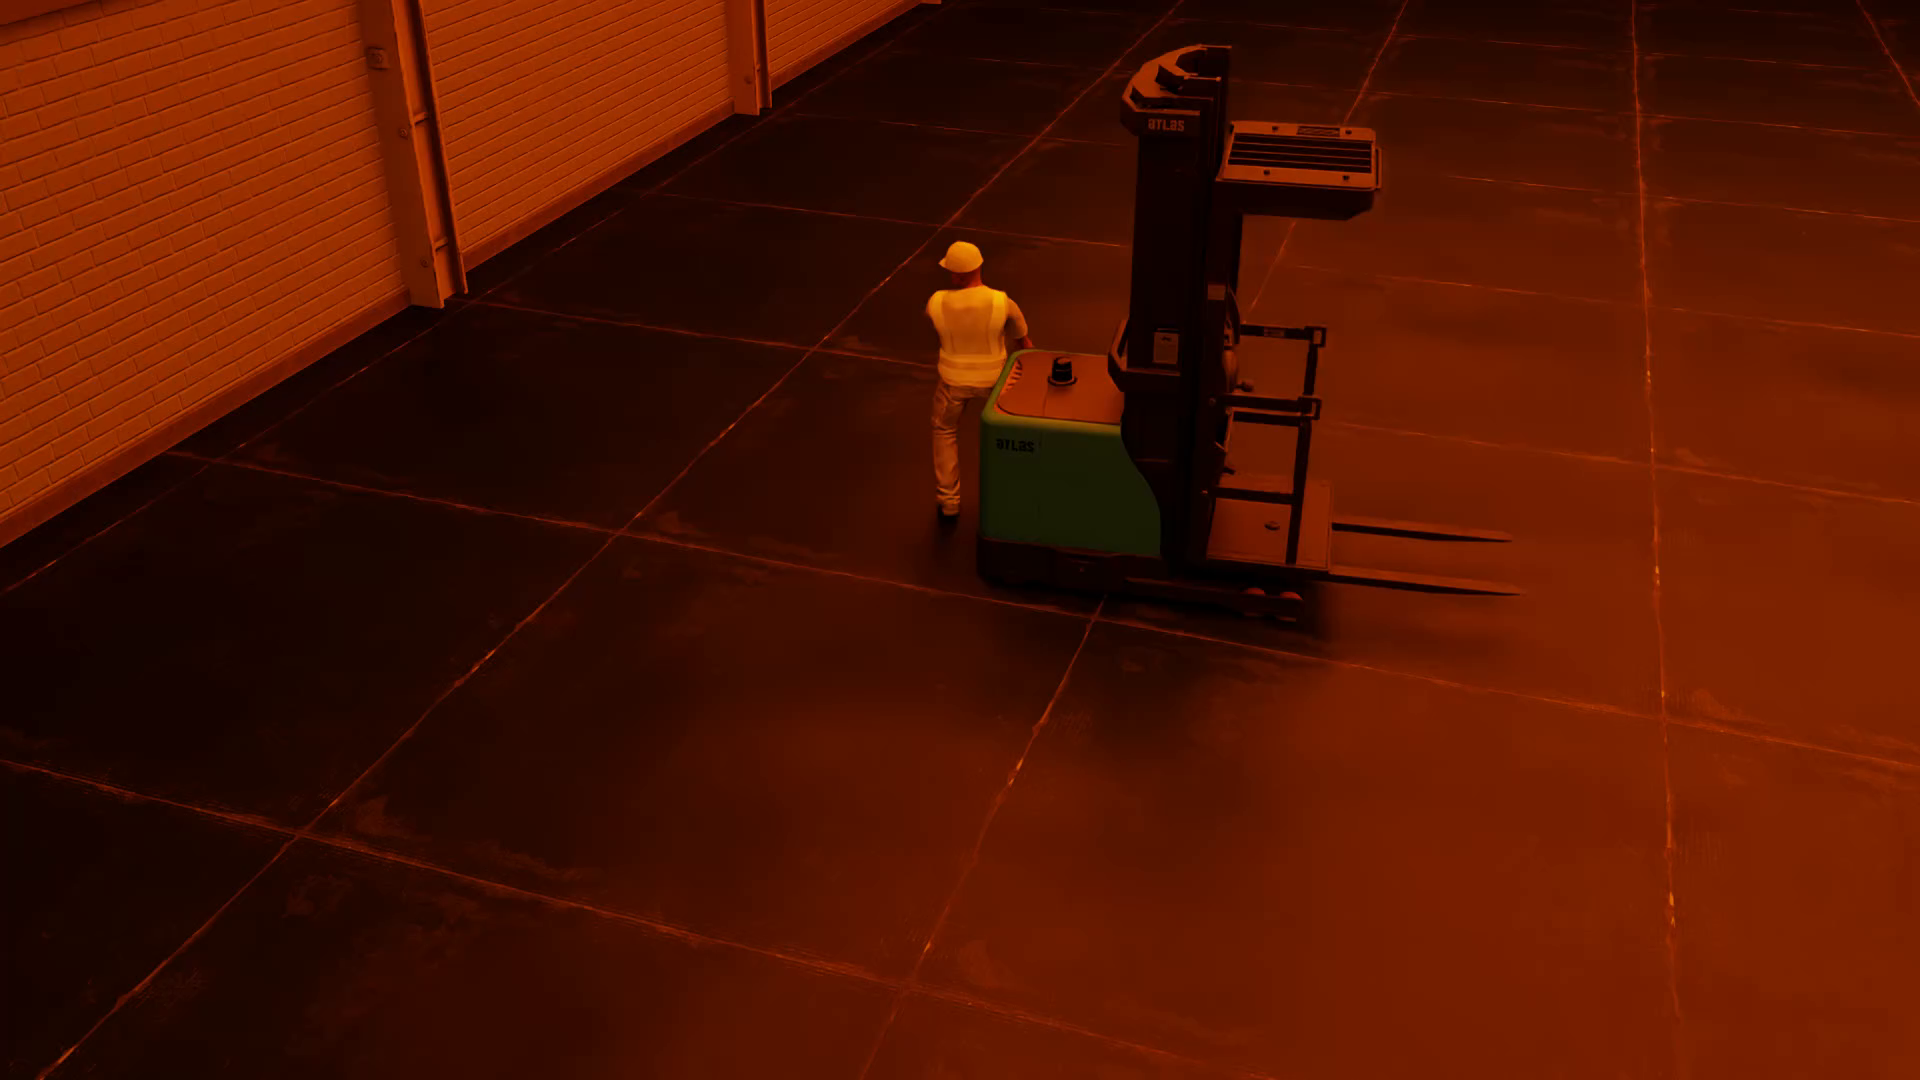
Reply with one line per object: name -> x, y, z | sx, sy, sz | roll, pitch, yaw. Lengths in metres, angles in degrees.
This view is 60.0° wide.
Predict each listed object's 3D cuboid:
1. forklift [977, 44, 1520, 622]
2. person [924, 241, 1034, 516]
forklift -> 1.668, -1.106, 9.077 | 3.031, 2.935, 1.130 | 6, 30, 11
person -> 0.149, -1.043, 10.240 | 0.729, 1.699, 0.814 | -1, 30, -2
